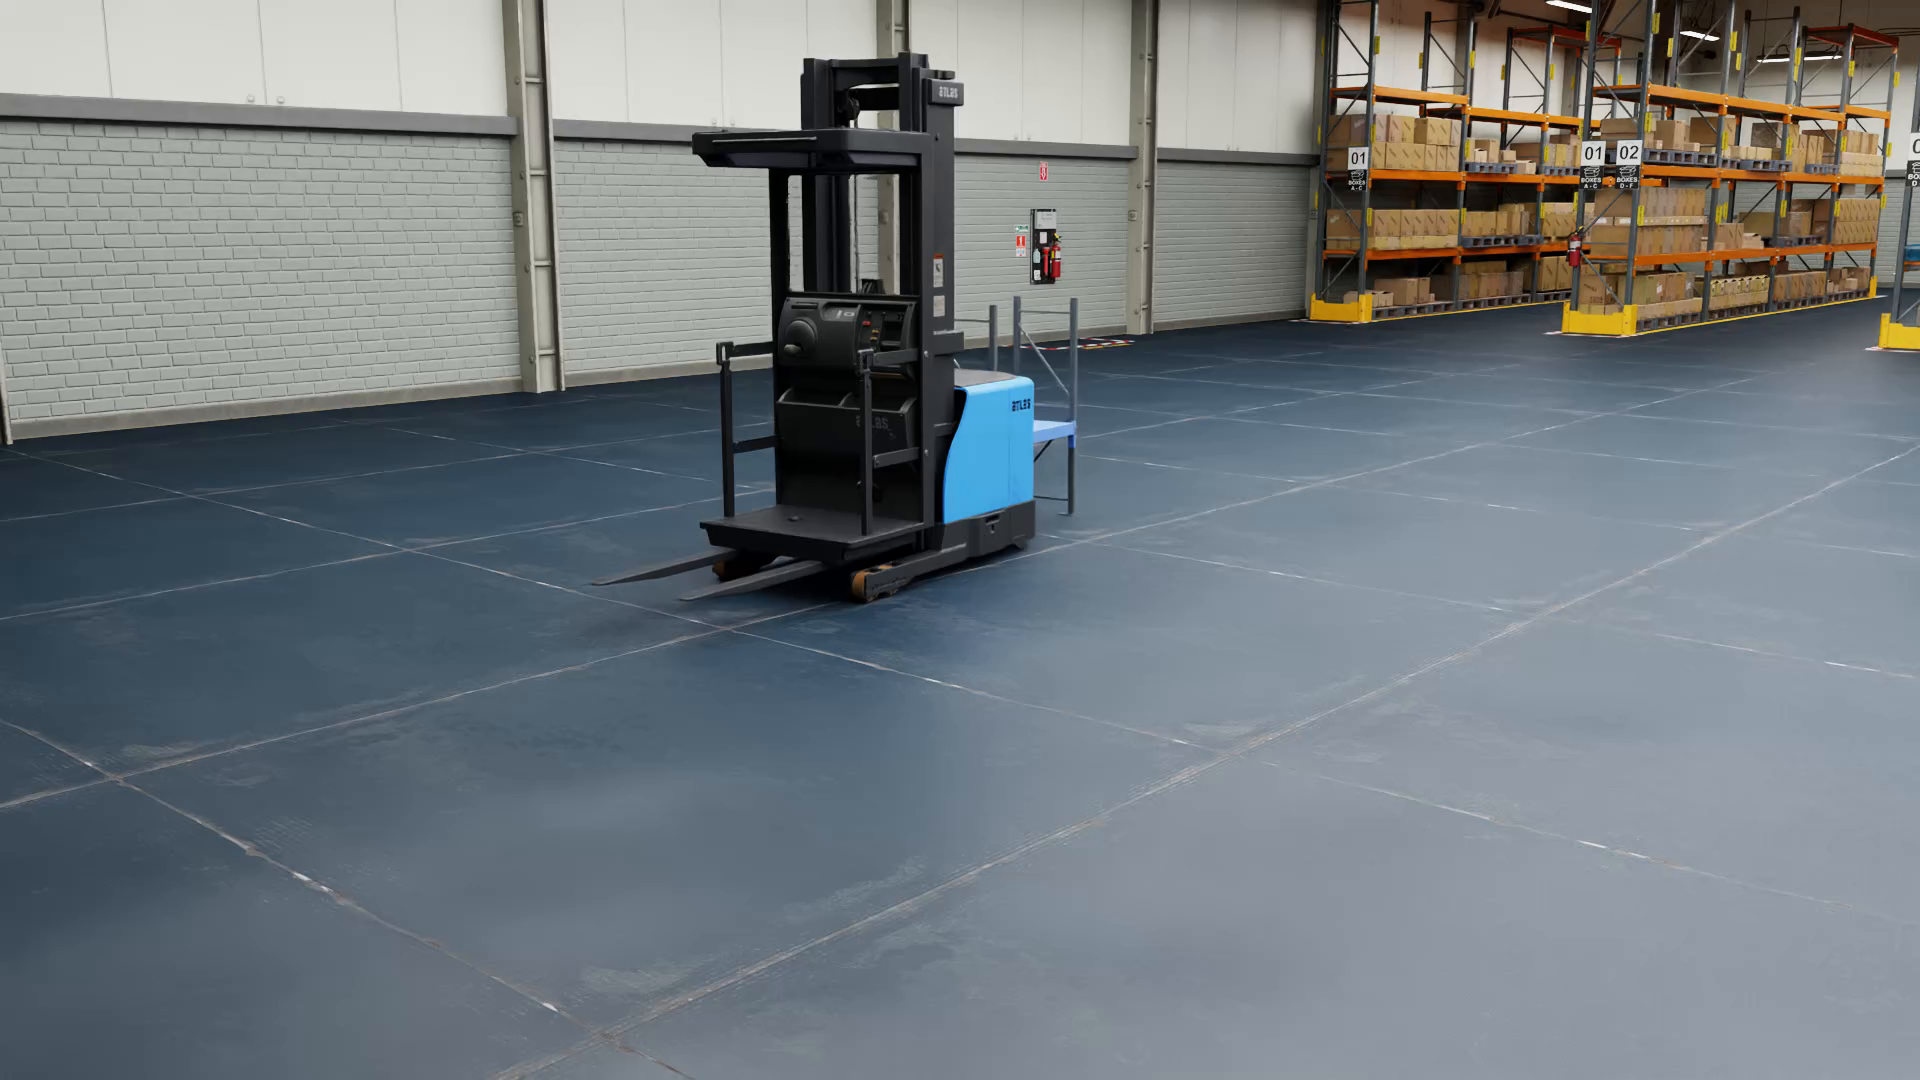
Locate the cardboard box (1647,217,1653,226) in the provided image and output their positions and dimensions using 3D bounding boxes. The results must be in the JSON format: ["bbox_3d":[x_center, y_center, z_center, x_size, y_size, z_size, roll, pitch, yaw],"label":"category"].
[{"bbox_3d":[11.680,-5.484,28.598,0.380,0.149,0.250,10,15,41],"label":"cardboard box"}]

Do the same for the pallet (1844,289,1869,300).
[{"bbox_3d":[20.907,-5.869,39.558,1.003,0.211,1.213,10,15,40],"label":"pallet"}]

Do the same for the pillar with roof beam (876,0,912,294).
[{"bbox_3d":[2.322,-6.486,20.208,9.100,9.000,0.400,10,15,40],"label":"pillar with roof beam"}]

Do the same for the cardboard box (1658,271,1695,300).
[{"bbox_3d":[13.081,-4.656,30.400,0.500,0.500,0.500,10,15,40],"label":"cardboard box"}]

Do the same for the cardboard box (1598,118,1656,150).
[{"bbox_3d":[11.304,-6.891,28.204,0.637,0.503,0.797,-11,16,-44],"label":"cardboard box"}]

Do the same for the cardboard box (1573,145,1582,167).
[{"bbox_3d":[14.137,-8.947,38.810,0.700,0.500,0.500,9,15,39],"label":"cardboard box"}]

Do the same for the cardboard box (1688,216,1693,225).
[{"bbox_3d":[13.035,-5.785,30.107,0.380,0.149,0.250,10,15,40],"label":"cardboard box"}]

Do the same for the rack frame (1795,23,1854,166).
[{"bbox_3d":[18.842,-9.719,36.394,1.000,3.000,0.127,10,15,40],"label":"rack frame"}]

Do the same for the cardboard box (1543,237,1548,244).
[{"bbox_3d":[13.043,-6.769,37.534,0.380,0.149,0.250,10,15,41],"label":"cardboard box"}]

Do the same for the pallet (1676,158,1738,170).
[{"bbox_3d":[14.134,-7.108,31.472,0.805,0.209,1.217,9,14,38],"label":"pallet"}]

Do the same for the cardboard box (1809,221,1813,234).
[{"bbox_3d":[18.980,-6.932,37.506,0.500,0.500,0.500,10,15,41],"label":"cardboard box"}]

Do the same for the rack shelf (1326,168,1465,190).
[{"bbox_3d":[8.518,-7.064,32.596,1.077,0.370,4.000,10,15,40],"label":"rack shelf"}]

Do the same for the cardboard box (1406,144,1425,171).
[{"bbox_3d":[8.665,-7.431,32.291,0.500,0.500,0.500,11,16,44],"label":"cardboard box"}]

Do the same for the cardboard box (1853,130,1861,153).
[{"bbox_3d":[19.897,-8.993,37.612,0.700,0.500,0.500,10,15,40],"label":"cardboard box"}]

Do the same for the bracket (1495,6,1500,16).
[{"bbox_3d":[11.511,-11.471,35.977,0.235,0.232,0.430,10,15,40],"label":"bracket"}]

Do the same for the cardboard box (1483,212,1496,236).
[{"bbox_3d":[10.985,-6.757,35.505,0.500,0.500,0.700,-10,15,-40],"label":"cardboard box"}]

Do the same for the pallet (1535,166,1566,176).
[{"bbox_3d":[12.864,-8.308,37.473,1.213,0.211,1.003,11,16,43],"label":"pallet"}]

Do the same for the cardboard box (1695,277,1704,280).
[{"bbox_3d":[14.283,-4.979,32.499,0.500,0.311,0.500,10,15,40],"label":"cardboard box"}]

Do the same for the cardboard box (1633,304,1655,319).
[{"bbox_3d":[11.770,-3.993,28.992,0.500,0.250,0.500,10,15,40],"label":"cardboard box"}]

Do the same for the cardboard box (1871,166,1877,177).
[{"bbox_3d":[21.004,-8.581,38.739,0.500,0.250,0.500,10,15,40],"label":"cardboard box"}]

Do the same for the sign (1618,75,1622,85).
[{"bbox_3d":[15.534,-10.787,39.156,0.100,0.325,0.005,10,15,40],"label":"sign"}]

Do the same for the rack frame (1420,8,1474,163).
[{"bbox_3d":[9.838,-9.181,33.705,1.000,3.000,0.127,10,15,40],"label":"rack frame"}]

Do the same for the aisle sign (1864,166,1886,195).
[{"bbox_3d":[21.758,-8.610,39.526,0.394,0.787,0.004,10,15,40],"label":"aisle sign"}]

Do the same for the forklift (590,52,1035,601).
[{"bbox_3d":[-0.767,-1.209,9.279,1.130,2.935,3.031,8,14,33],"label":"forklift"}]

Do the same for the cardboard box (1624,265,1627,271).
[{"bbox_3d":[16.364,-6.642,41.618,0.700,0.500,0.500,10,15,42],"label":"cardboard box"}]

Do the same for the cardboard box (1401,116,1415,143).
[{"bbox_3d":[8.333,-7.841,31.791,0.500,0.500,0.500,10,15,42],"label":"cardboard box"}]

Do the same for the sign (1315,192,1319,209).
[{"bbox_3d":[6.794,-6.449,31.576,0.100,0.325,0.005,10,15,40],"label":"sign"}]

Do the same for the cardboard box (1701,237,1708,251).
[{"bbox_3d":[13.854,-5.604,31.494,0.500,0.250,0.500,11,16,44],"label":"cardboard box"}]

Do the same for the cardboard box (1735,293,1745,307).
[{"bbox_3d":[15.029,-4.711,32.587,0.500,0.250,0.500,10,15,41],"label":"cardboard box"}]

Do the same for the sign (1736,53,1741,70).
[{"bbox_3d":[15.788,-9.696,33.693,0.100,0.325,0.005,10,15,40],"label":"sign"}]

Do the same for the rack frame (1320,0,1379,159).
[{"bbox_3d":[7.198,-8.593,30.759,1.000,3.000,0.127,10,15,40],"label":"rack frame"}]

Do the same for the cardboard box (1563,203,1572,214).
[{"bbox_3d":[13.653,-7.587,38.060,0.500,0.250,0.500,10,15,41],"label":"cardboard box"}]

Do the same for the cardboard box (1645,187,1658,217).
[{"bbox_3d":[11.617,-5.849,28.771,0.700,0.500,0.500,9,15,39],"label":"cardboard box"}]

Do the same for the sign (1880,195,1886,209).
[{"bbox_3d":[21.887,-8.013,39.410,0.100,0.325,0.005,10,15,40],"label":"sign"}]

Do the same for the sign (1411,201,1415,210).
[{"bbox_3d":[9.419,-6.879,34.536,0.100,0.325,0.005,10,15,40],"label":"sign"}]

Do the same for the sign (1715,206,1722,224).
[{"bbox_3d":[13.979,-5.991,30.638,0.100,0.325,0.005,10,15,40],"label":"sign"}]

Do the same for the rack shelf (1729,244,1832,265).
[{"bbox_3d":[17.522,-6.130,35.579,1.077,0.370,4.000,10,15,40],"label":"rack shelf"}]

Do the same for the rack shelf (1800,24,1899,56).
[{"bbox_3d":[20.163,-11.290,37.612,1.077,0.370,4.000,10,15,40],"label":"rack shelf"}]

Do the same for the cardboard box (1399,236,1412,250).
[{"bbox_3d":[8.431,-5.771,32.276,0.500,0.250,0.500,9,15,39],"label":"cardboard box"}]

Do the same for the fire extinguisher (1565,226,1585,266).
[{"bbox_3d":[10.494,-5.016,28.364,0.296,0.674,0.183,10,15,40],"label":"fire extinguisher"}]

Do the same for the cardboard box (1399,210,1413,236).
[{"bbox_3d":[8.418,-6.133,32.177,0.500,0.500,0.500,9,14,39],"label":"cardboard box"}]

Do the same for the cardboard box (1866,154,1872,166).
[{"bbox_3d":[20.673,-8.753,38.322,0.500,0.250,0.500,10,15,40],"label":"cardboard box"}]

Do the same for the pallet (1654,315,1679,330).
[{"bbox_3d":[12.200,-3.940,29.900,1.003,0.211,1.213,10,15,40],"label":"pallet"}]

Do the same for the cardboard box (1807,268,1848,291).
[{"bbox_3d":[20.079,-6.045,38.570,0.797,0.503,0.637,10,15,40],"label":"cardboard box"}]

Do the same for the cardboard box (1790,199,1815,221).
[{"bbox_3d":[18.982,-7.424,37.414,0.500,0.500,0.500,10,15,41],"label":"cardboard box"}]

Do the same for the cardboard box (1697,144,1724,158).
[{"bbox_3d":[13.975,-7.292,31.216,0.500,0.250,0.500,-10,15,-42],"label":"cardboard box"}]

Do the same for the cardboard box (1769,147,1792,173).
[{"bbox_3d":[16.465,-7.777,34.075,0.910,0.500,0.500,10,15,40],"label":"cardboard box"}]

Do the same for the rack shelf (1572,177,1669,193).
[{"bbox_3d":[16.439,-8.829,41.436,1.077,0.370,4.000,10,15,40],"label":"rack shelf"}]

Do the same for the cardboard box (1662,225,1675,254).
[{"bbox_3d":[12.259,-5.355,29.610,0.700,0.500,0.500,10,15,42],"label":"cardboard box"}]

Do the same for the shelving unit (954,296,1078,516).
[{"bbox_3d":[0.303,-0.851,11.140,0.538,1.500,1.048,8,14,33],"label":"shelving unit"}]

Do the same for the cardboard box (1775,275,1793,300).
[{"bbox_3d":[17.059,-5.286,34.777,0.500,0.500,0.500,9,14,38],"label":"cardboard box"}]

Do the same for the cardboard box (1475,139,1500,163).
[{"bbox_3d":[11.073,-8.217,35.207,0.500,0.500,0.500,9,14,38],"label":"cardboard box"}]

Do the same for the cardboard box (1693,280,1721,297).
[{"bbox_3d":[14.021,-4.761,31.405,0.500,0.311,0.500,10,15,41],"label":"cardboard box"}]

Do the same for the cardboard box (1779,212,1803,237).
[{"bbox_3d":[17.280,-6.660,35.071,0.500,0.500,0.700,-9,14,-37],"label":"cardboard box"}]

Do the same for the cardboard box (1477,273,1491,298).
[{"bbox_3d":[10.982,-5.492,35.810,0.700,0.500,0.500,10,15,41],"label":"cardboard box"}]
